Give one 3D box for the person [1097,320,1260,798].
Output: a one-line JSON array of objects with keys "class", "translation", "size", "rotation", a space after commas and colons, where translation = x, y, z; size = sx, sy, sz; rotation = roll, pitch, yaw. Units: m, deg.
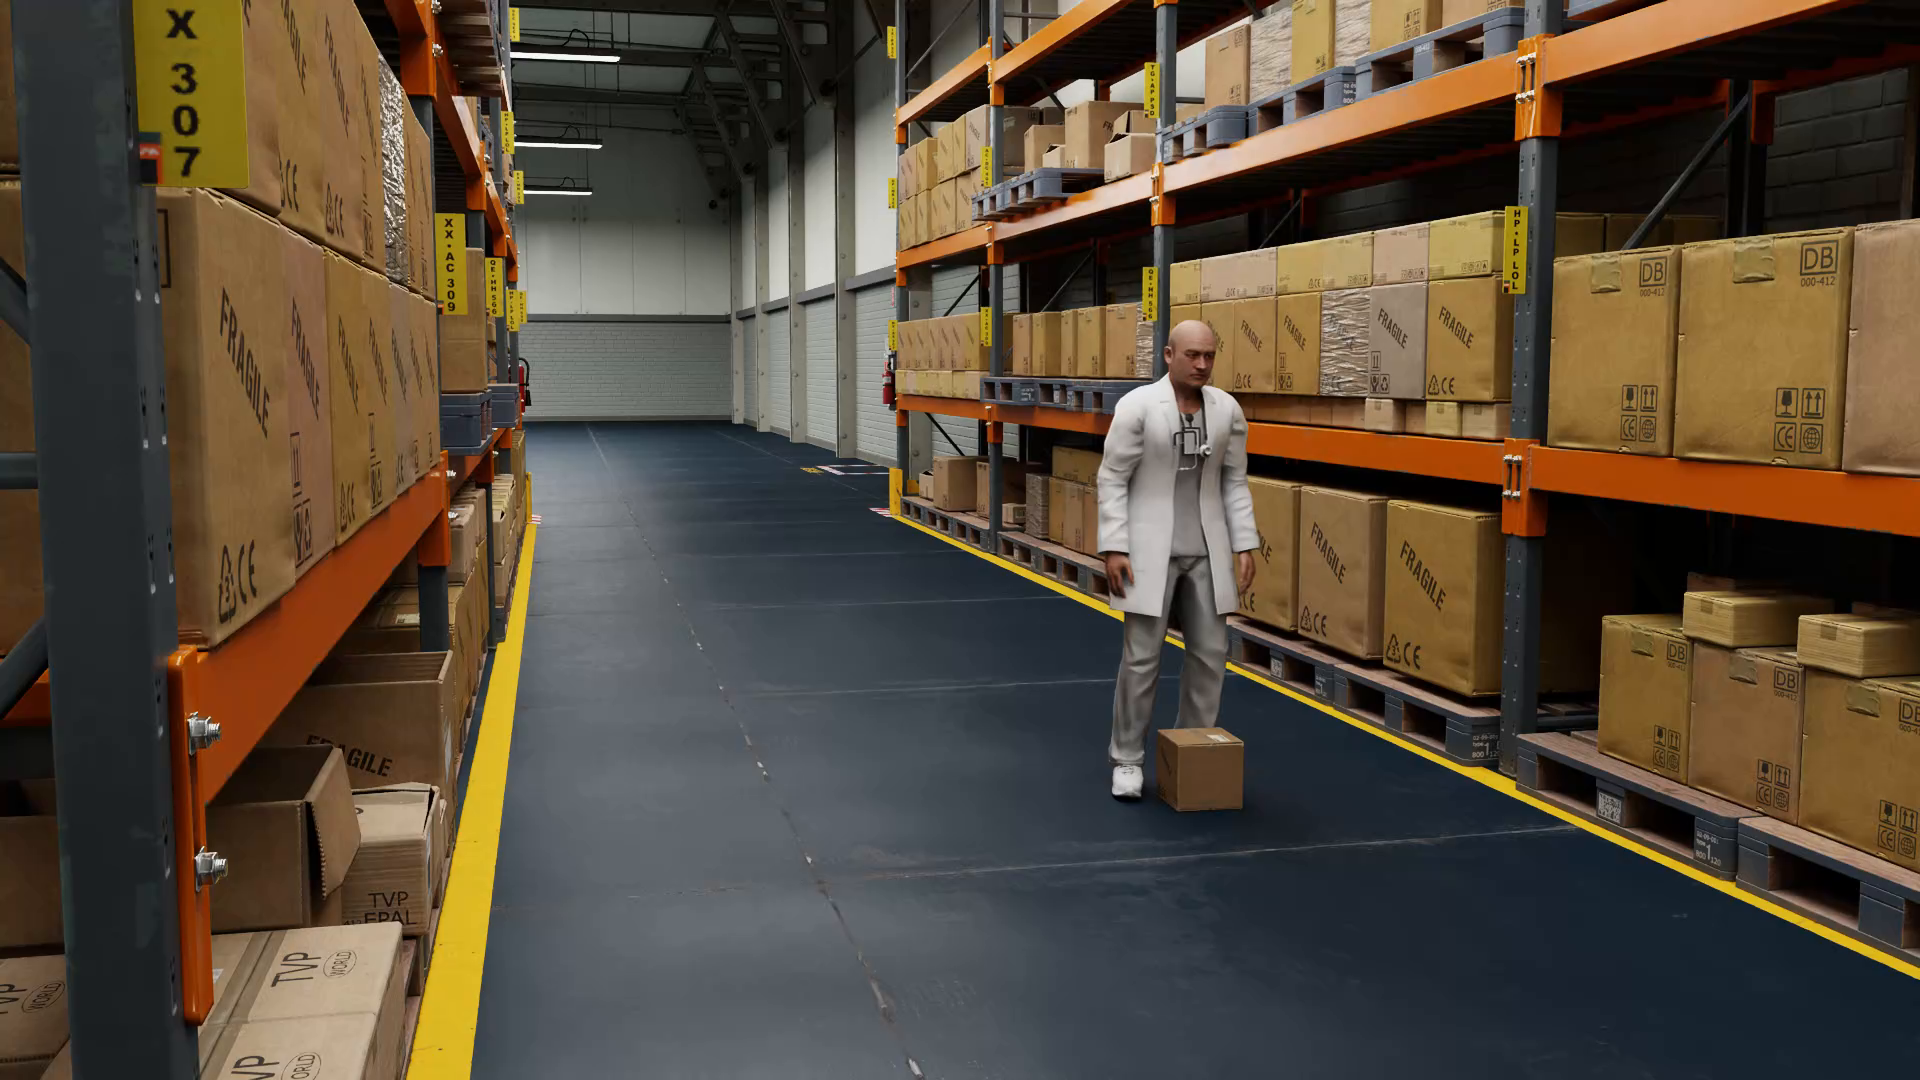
[{"class": "person", "translation": [0.826, 0.061, 6.298], "size": [0.655, 1.774, 0.416], "rotation": [-2, 6, -15]}]
